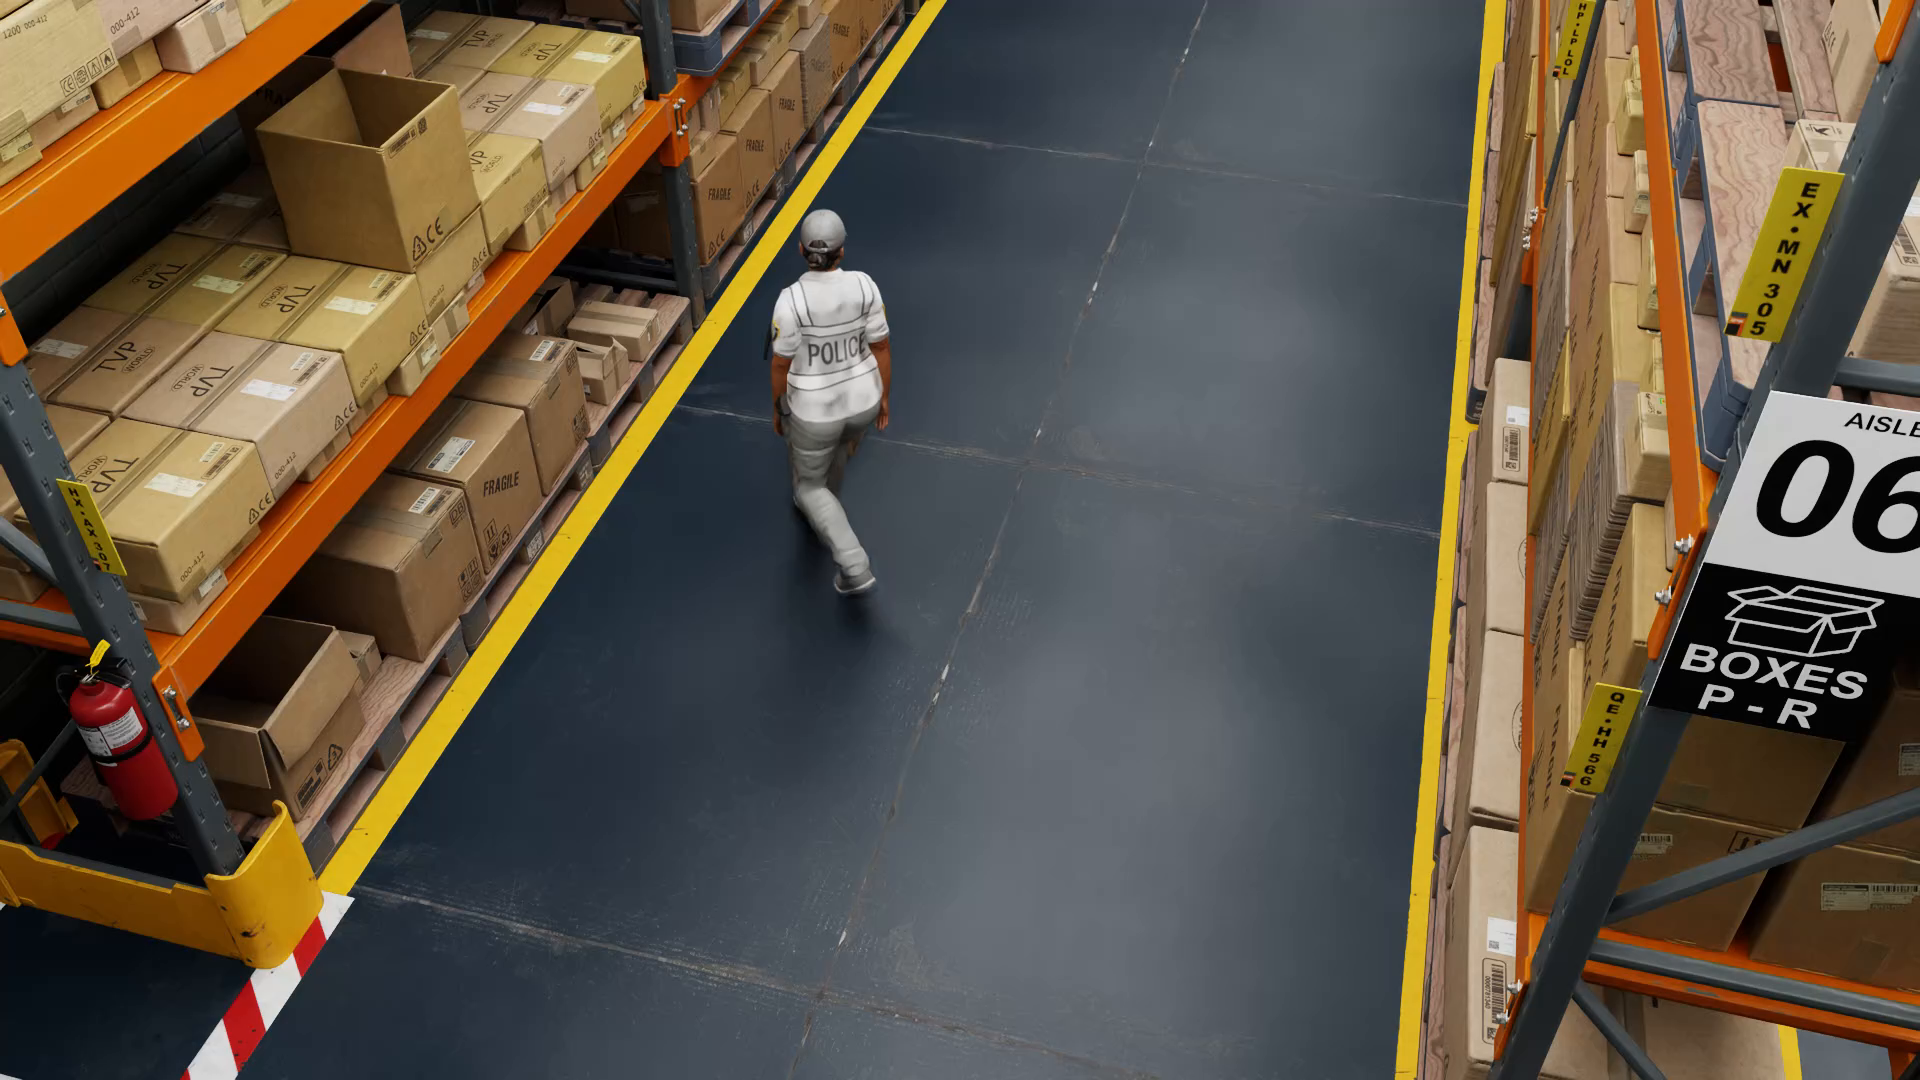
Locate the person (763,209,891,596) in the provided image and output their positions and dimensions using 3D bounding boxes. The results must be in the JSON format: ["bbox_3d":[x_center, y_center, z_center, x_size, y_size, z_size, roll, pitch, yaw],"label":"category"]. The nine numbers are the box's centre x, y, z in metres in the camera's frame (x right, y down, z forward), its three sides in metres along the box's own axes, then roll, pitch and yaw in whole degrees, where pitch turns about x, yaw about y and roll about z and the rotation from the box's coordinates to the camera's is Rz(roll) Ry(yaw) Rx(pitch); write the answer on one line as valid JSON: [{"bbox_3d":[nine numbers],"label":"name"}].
[{"bbox_3d":[-0.509,-0.560,6.797,0.488,1.624,0.906,-25,47,-26],"label":"person"}]
